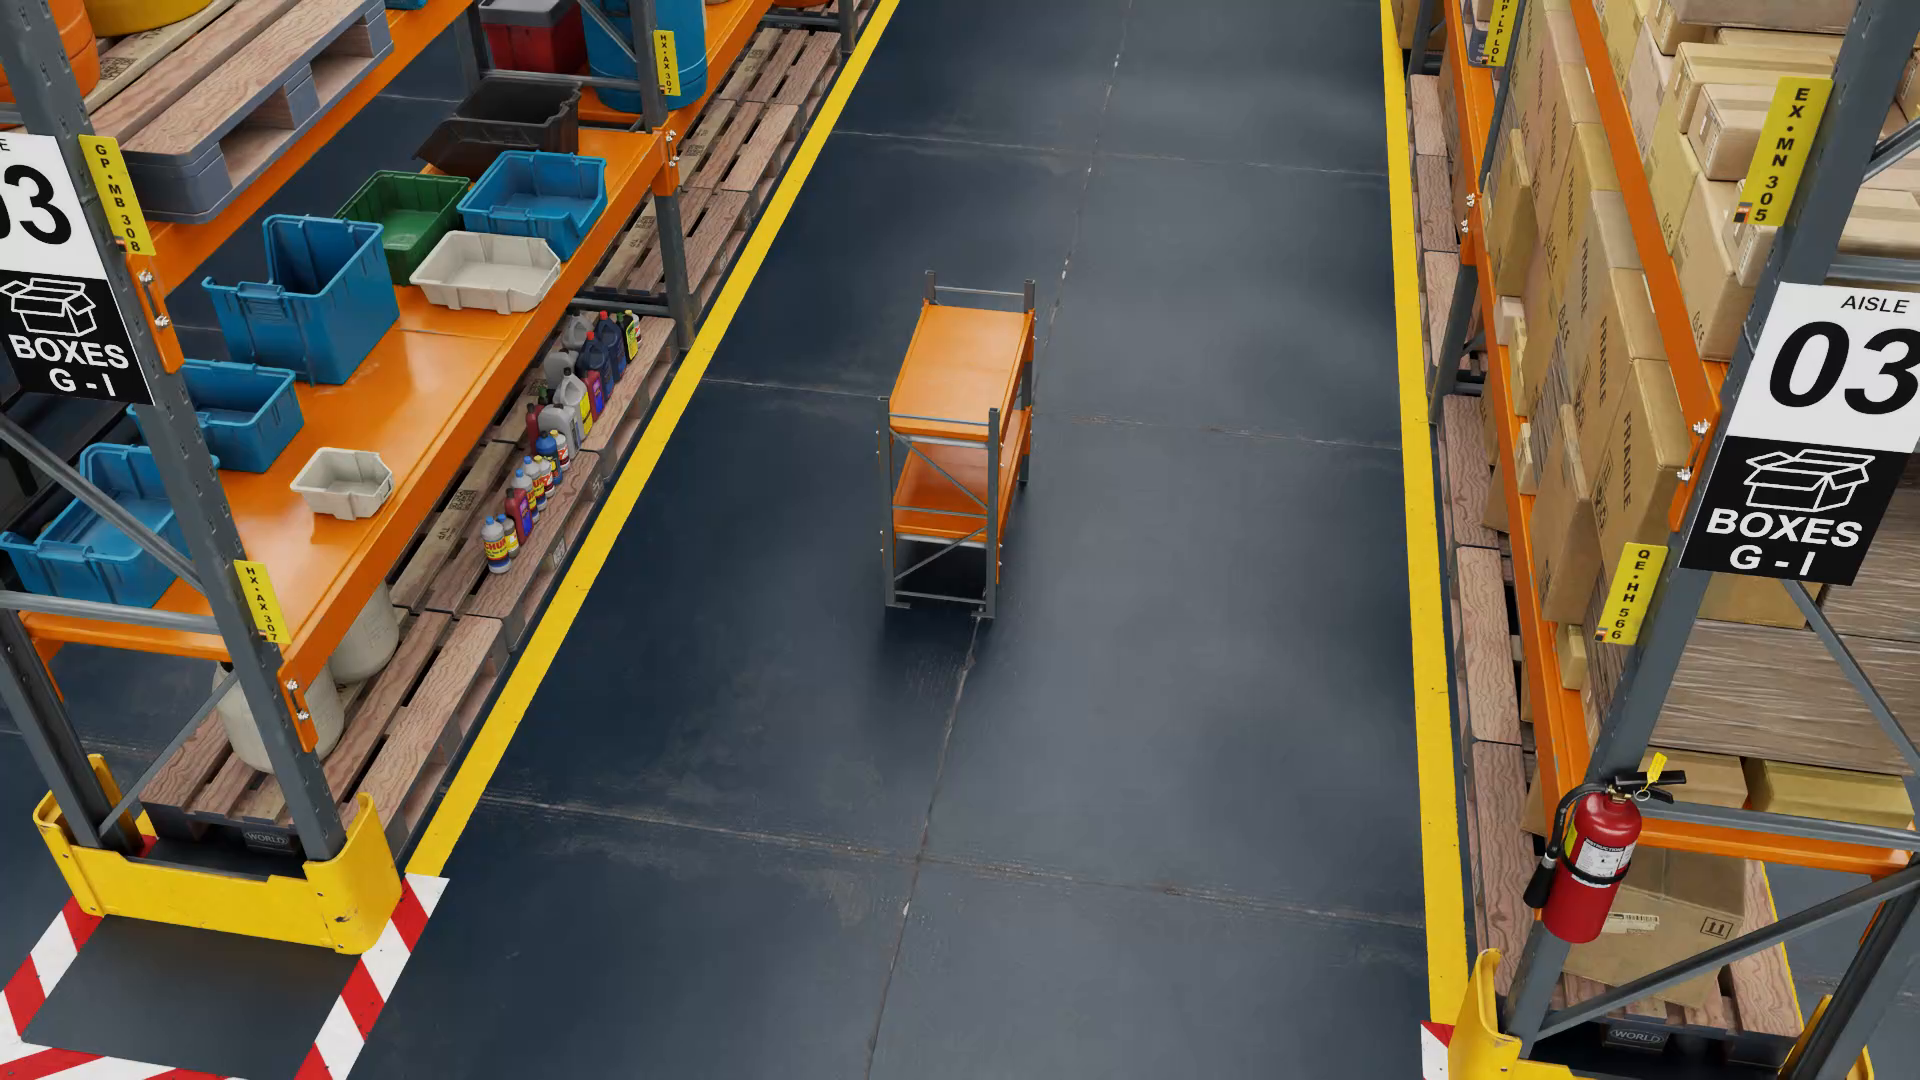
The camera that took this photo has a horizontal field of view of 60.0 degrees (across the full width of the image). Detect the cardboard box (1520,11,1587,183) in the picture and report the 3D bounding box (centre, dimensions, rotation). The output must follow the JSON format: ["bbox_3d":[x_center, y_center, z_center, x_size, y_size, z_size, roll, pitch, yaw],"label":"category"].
[{"bbox_3d":[2.502,-1.700,6.453,0.500,0.500,0.500,6,40,8],"label":"cardboard box"}]

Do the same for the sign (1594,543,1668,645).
[{"bbox_3d":[1.680,0.138,4.169,0.100,0.325,0.005,6,40,8],"label":"sign"}]

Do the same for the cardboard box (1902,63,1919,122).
[{"bbox_3d":[2.678,-1.106,4.282,0.380,0.149,0.250,8,40,9],"label":"cardboard box"}]

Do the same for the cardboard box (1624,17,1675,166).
[{"bbox_3d":[2.237,-1.283,4.808,0.500,0.250,0.500,7,40,9],"label":"cardboard box"}]

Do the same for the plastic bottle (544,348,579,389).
[{"bbox_3d":[-1.974,-0.840,8.302,0.152,0.276,0.135,6,40,8],"label":"plastic bottle"}]

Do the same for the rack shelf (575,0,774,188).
[{"bbox_3d":[-1.617,-3.254,9.994,1.077,0.370,4.000,6,40,8],"label":"rack shelf"}]

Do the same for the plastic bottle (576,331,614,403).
[{"bbox_3d":[-1.824,-0.869,8.277,0.144,0.351,0.185,5,40,5],"label":"plastic bottle"}]

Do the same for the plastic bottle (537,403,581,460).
[{"bbox_3d":[-1.912,-0.536,7.933,0.152,0.276,0.135,7,40,8],"label":"plastic bottle"}]

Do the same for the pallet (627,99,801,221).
[{"bbox_3d":[-1.657,-2.467,10.665,1.003,0.211,1.213,6,40,8],"label":"pallet"}]

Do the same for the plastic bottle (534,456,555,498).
[{"bbox_3d":[-1.941,-0.301,7.707,0.097,0.201,0.097,0,40,0],"label":"plastic bottle"}]

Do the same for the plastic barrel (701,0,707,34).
[{"bbox_3d":[-1.582,-2.905,8.900,0.433,0.535,0.433,0,40,0],"label":"plastic barrel"}]

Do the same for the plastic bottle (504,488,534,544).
[{"bbox_3d":[-1.978,-0.132,7.439,0.061,0.283,0.133,7,40,8],"label":"plastic bottle"}]

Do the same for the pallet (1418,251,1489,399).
[{"bbox_3d":[3.048,-1.144,9.065,1.003,0.211,1.213,6,40,8],"label":"pallet"}]

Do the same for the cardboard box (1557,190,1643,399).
[{"bbox_3d":[2.245,-0.759,5.314,0.500,0.500,0.500,6,40,8],"label":"cardboard box"}]

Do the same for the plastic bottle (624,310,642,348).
[{"bbox_3d":[-1.719,-1.105,8.681,0.097,0.201,0.097,0,40,0],"label":"plastic bottle"}]

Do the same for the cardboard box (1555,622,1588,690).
[{"bbox_3d":[2.105,0.356,5.260,0.380,0.149,0.250,6,40,8],"label":"cardboard box"}]

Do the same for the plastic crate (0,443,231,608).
[{"bbox_3d":[-2.863,-0.056,5.677,0.499,0.251,0.616,6,40,8],"label":"plastic crate"}]

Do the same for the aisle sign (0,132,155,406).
[{"bbox_3d":[-2.379,-0.691,4.288,0.394,0.787,0.004,6,40,8],"label":"aisle sign"}]

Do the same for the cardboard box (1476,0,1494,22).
[{"bbox_3d":[3.124,-3.030,8.747,0.797,0.503,0.637,10,41,12],"label":"cardboard box"}]

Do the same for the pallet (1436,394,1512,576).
[{"bbox_3d":[2.834,-0.230,7.960,1.003,0.211,1.213,6,40,8],"label":"pallet"}]

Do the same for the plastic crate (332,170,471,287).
[{"bbox_3d":[-2.476,-1.374,7.321,0.450,0.188,0.662,6,40,8],"label":"plastic crate"}]

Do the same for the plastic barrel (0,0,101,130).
[{"bbox_3d":[-2.696,-1.569,4.369,0.600,0.830,0.708,6,40,8],"label":"plastic barrel"}]

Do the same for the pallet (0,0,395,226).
[{"bbox_3d":[-2.416,-1.358,4.929,1.003,0.211,1.213,6,40,8],"label":"pallet"}]

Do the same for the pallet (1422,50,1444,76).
[{"bbox_3d":[3.818,-3.652,12.099,1.003,0.211,1.213,6,40,8],"label":"pallet"}]

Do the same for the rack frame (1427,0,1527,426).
[{"bbox_3d":[2.915,-1.730,7.586,1.000,3.000,0.127,6,40,8],"label":"rack frame"}]

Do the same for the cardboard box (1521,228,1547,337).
[{"bbox_3d":[2.668,-0.973,6.358,0.875,0.500,0.500,6,40,8],"label":"cardboard box"}]

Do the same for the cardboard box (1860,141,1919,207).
[{"bbox_3d":[2.124,-0.831,3.949,0.380,0.149,0.250,5,40,6],"label":"cardboard box"}]

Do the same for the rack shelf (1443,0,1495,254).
[{"bbox_3d":[3.261,-2.708,9.333,1.077,0.370,4.000,6,40,8],"label":"rack shelf"}]

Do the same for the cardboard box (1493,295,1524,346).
[{"bbox_3d":[2.392,-0.906,6.786,0.380,0.149,0.250,6,40,8],"label":"cardboard box"}]

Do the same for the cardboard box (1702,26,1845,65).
[{"bbox_3d":[2.249,-1.316,4.536,0.380,0.149,0.250,7,40,8],"label":"cardboard box"}]

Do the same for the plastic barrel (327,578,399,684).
[{"bbox_3d":[-2.530,0.295,6.759,0.421,0.512,0.421,0,40,0],"label":"plastic barrel"}]

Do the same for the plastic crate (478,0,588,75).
[{"bbox_3d":[-2.181,-2.639,8.634,0.402,0.464,0.583,6,40,8],"label":"plastic crate"}]

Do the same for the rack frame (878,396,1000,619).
[{"bbox_3d":[-0.087,-0.119,7.108,0.500,1.125,0.032,6,40,8],"label":"rack frame"}]

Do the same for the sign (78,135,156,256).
[{"bbox_3d":[-2.114,-0.862,4.175,0.100,0.325,0.005,6,40,8],"label":"sign"}]

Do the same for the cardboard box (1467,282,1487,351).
[{"bbox_3d":[3.042,-1.319,8.705,0.700,0.500,0.500,4,40,4],"label":"cardboard box"}]

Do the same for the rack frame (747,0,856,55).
[{"bbox_3d":[-1.271,-4.787,11.282,1.000,3.000,0.127,6,40,8],"label":"rack frame"}]

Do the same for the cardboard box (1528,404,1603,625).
[{"bbox_3d":[2.313,-0.042,5.232,0.875,0.500,0.500,6,40,8],"label":"cardboard box"}]

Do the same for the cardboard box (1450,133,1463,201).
[{"bbox_3d":[3.336,-2.318,9.913,0.700,0.500,0.500,10,41,11],"label":"cardboard box"}]

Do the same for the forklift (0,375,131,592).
[{"bbox_3d":[-4.744,-0.964,6.712,1.130,2.935,3.031,8,40,9],"label":"forklift"}]

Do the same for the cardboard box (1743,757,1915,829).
[{"bbox_3d":[2.507,0.724,4.814,0.380,0.149,0.250,6,40,8],"label":"cardboard box"}]

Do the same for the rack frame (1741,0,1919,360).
[{"bbox_3d":[2.223,-1.532,2.638,1.000,3.000,0.127,6,40,8],"label":"rack frame"}]

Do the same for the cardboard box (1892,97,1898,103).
[{"bbox_3d":[2.734,-1.227,4.740,0.500,0.250,0.500,6,40,8],"label":"cardboard box"}]

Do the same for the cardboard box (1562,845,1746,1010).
[{"bbox_3d":[2.347,1.192,5.684,0.500,0.500,0.500,14,41,16],"label":"cardboard box"}]

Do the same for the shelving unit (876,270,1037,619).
[{"bbox_3d":[0.001,-0.438,7.494,0.538,1.125,1.048,6,40,8],"label":"shelving unit"}]

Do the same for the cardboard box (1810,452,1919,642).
[{"bbox_3d":[2.586,-0.074,4.485,0.500,0.500,0.500,6,40,8],"label":"cardboard box"}]

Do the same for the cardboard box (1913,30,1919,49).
[{"bbox_3d":[2.746,-1.624,4.398,0.500,0.500,0.500,6,40,7],"label":"cardboard box"}]

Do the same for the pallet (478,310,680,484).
[{"bbox_3d":[-2.120,-0.785,8.630,1.003,0.211,1.213,6,40,8],"label":"pallet"}]

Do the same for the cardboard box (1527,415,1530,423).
[{"bbox_3d":[2.337,-0.427,6.206,0.380,0.149,0.250,6,40,8],"label":"cardboard box"}]
